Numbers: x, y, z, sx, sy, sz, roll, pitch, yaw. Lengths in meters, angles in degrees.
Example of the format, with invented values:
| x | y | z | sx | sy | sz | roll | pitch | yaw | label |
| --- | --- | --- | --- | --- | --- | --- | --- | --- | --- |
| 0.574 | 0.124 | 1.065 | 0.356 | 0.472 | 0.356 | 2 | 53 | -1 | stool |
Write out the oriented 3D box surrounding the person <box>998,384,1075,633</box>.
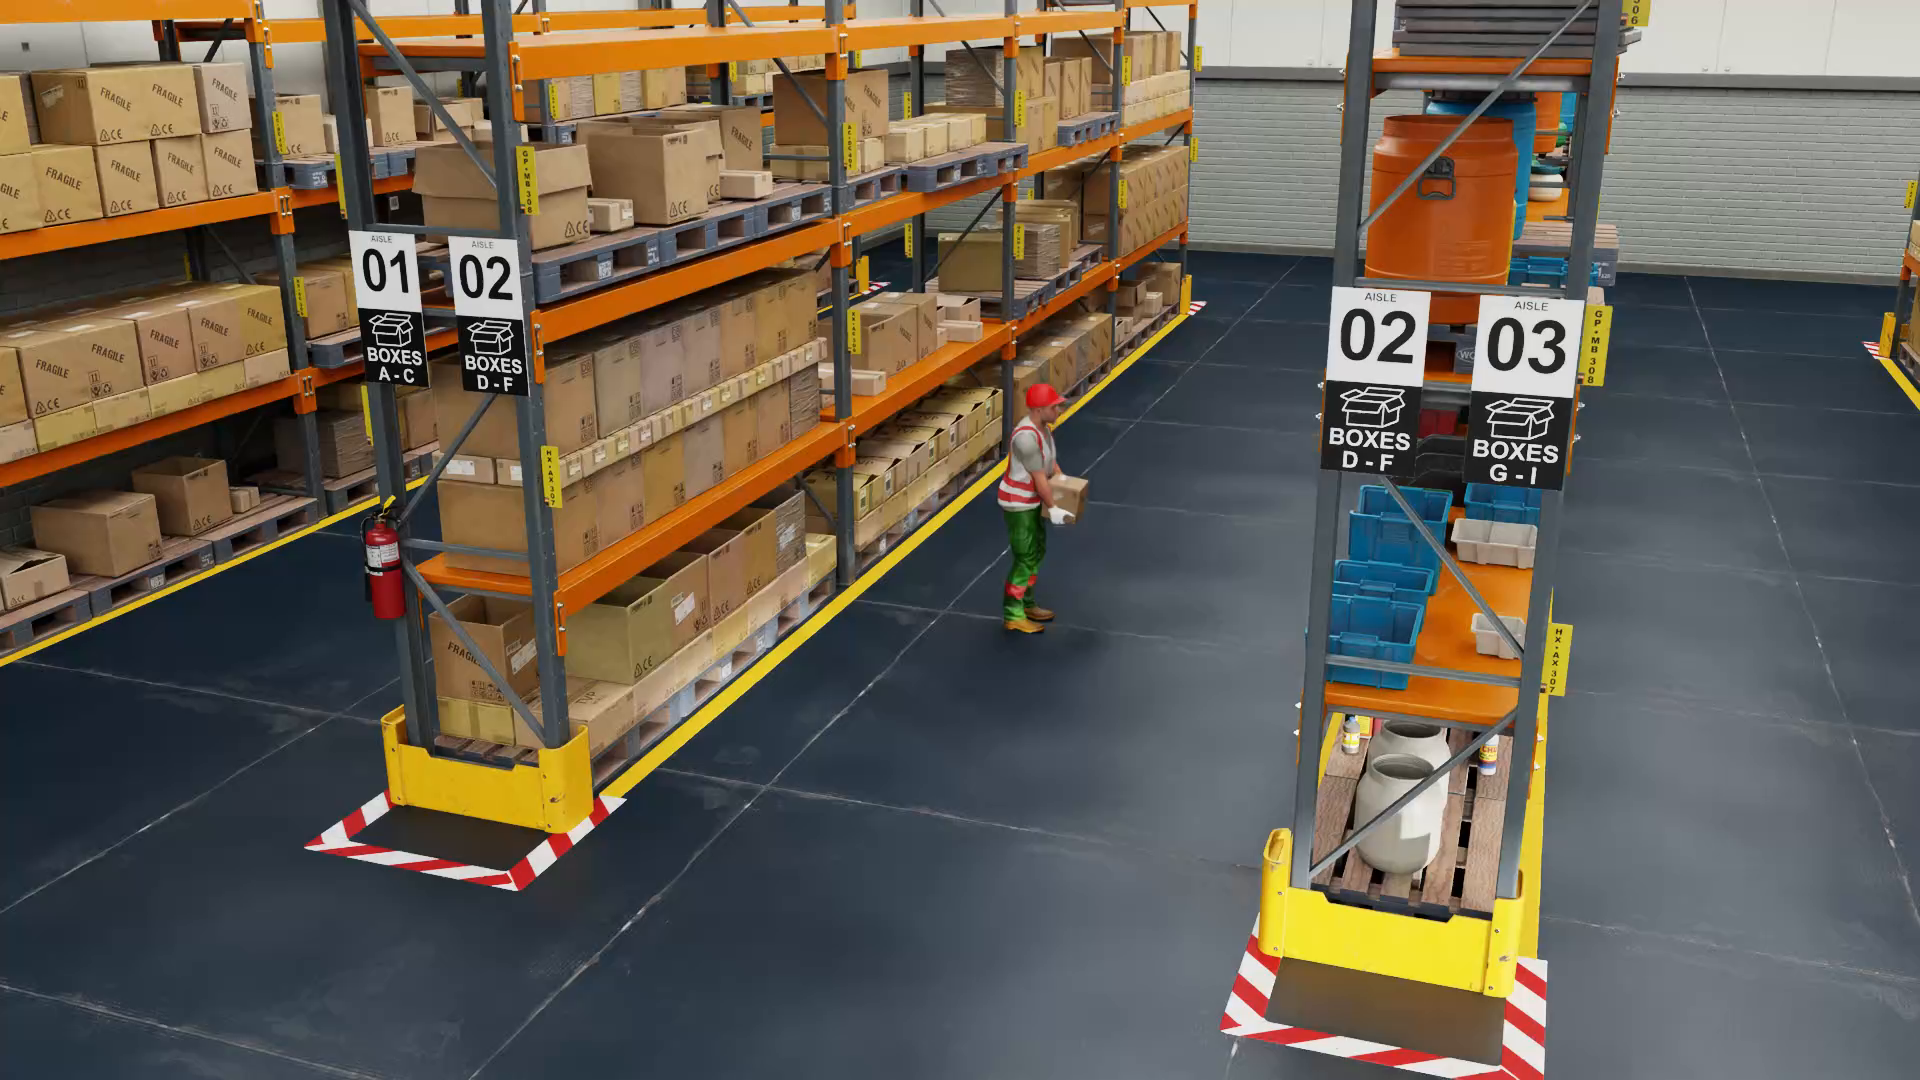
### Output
| x | y | z | sx | sy | sz | roll | pitch | yaw | label |
| --- | --- | --- | --- | --- | --- | --- | --- | --- | --- |
| 0.569 | -0.236 | 11.753 | 0.581 | 1.772 | 0.491 | 6 | 19 | 17 | person |
